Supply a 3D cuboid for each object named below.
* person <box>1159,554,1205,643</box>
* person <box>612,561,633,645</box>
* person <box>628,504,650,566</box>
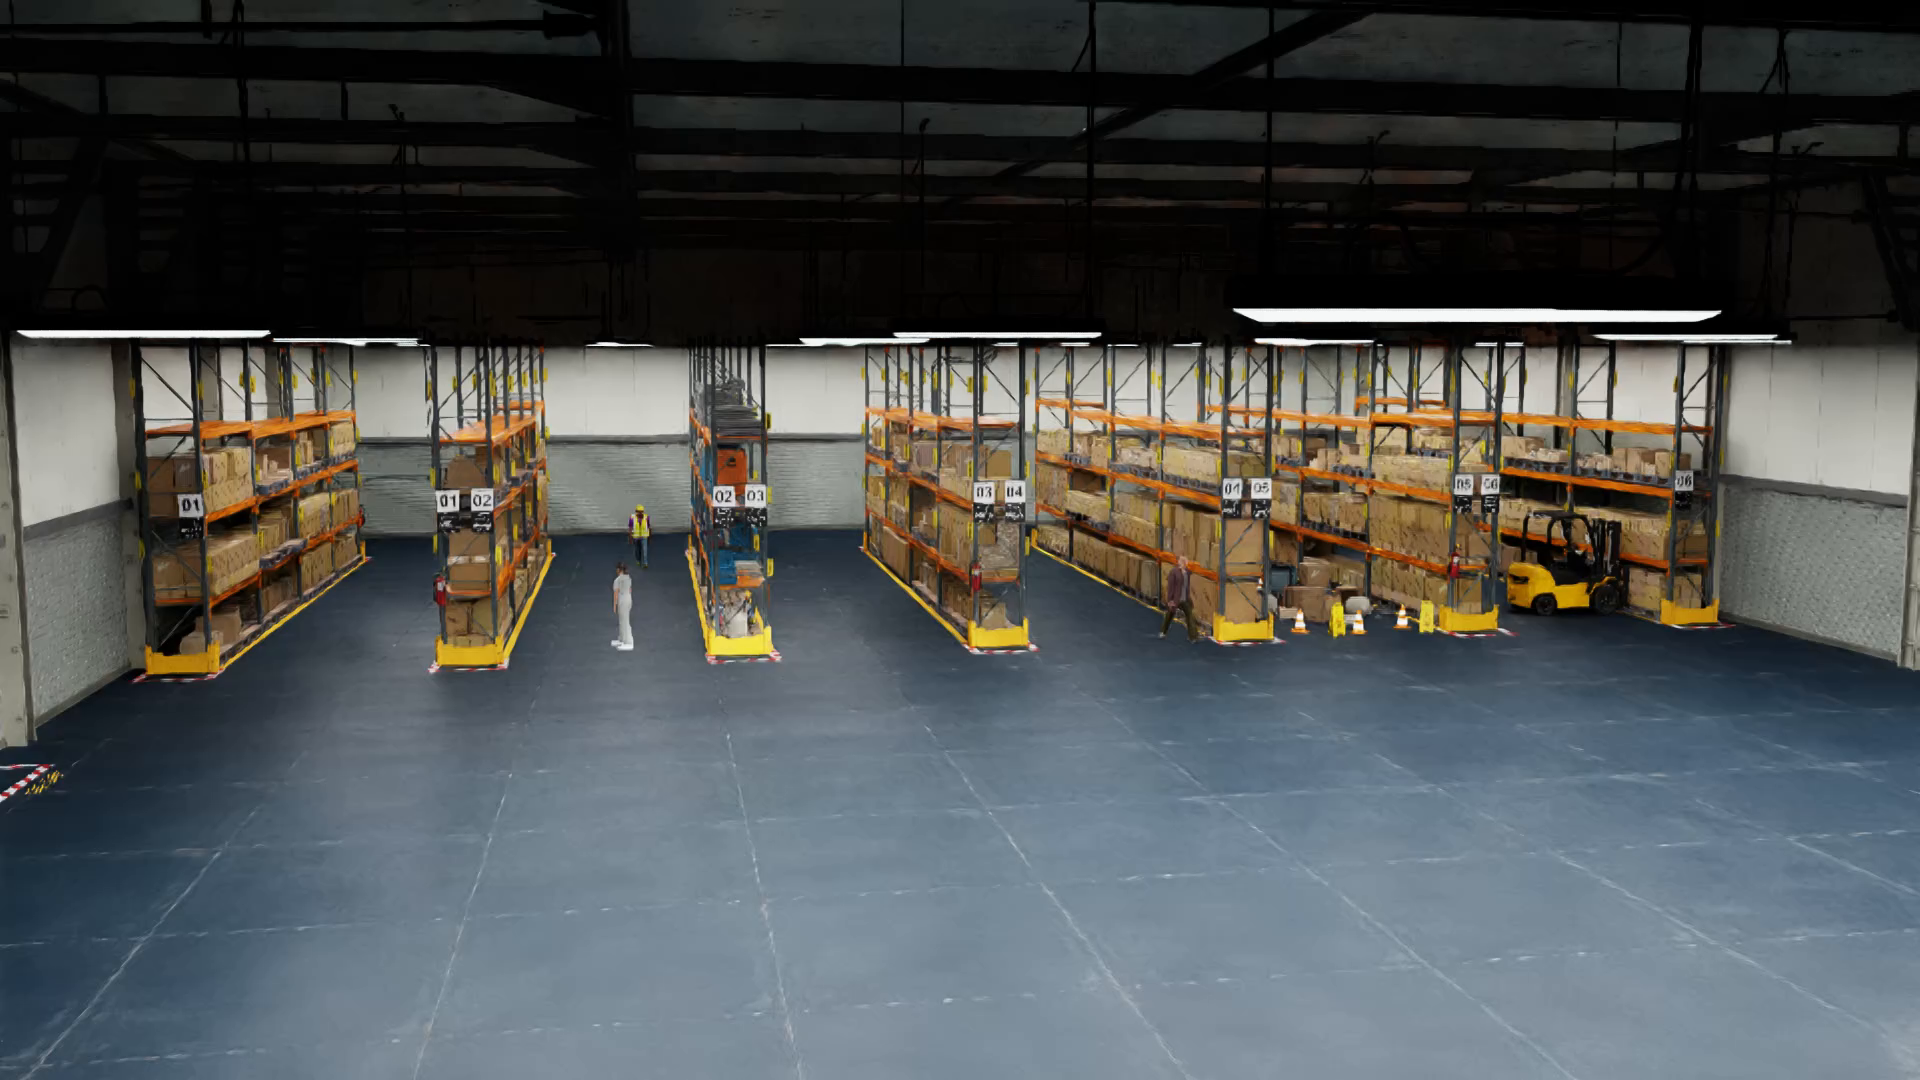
[{"bbox_3d":[4.309,1.139,32.593,0.617,1.734,1.036,-4,8,-29],"label":"person"},{"bbox_3d":[-6.435,1.193,31.918,0.443,1.603,0.535,2,7,16],"label":"person"},{"bbox_3d":[-8.391,-0.141,43.553,0.567,1.638,0.942,-1,7,-8],"label":"person"}]
